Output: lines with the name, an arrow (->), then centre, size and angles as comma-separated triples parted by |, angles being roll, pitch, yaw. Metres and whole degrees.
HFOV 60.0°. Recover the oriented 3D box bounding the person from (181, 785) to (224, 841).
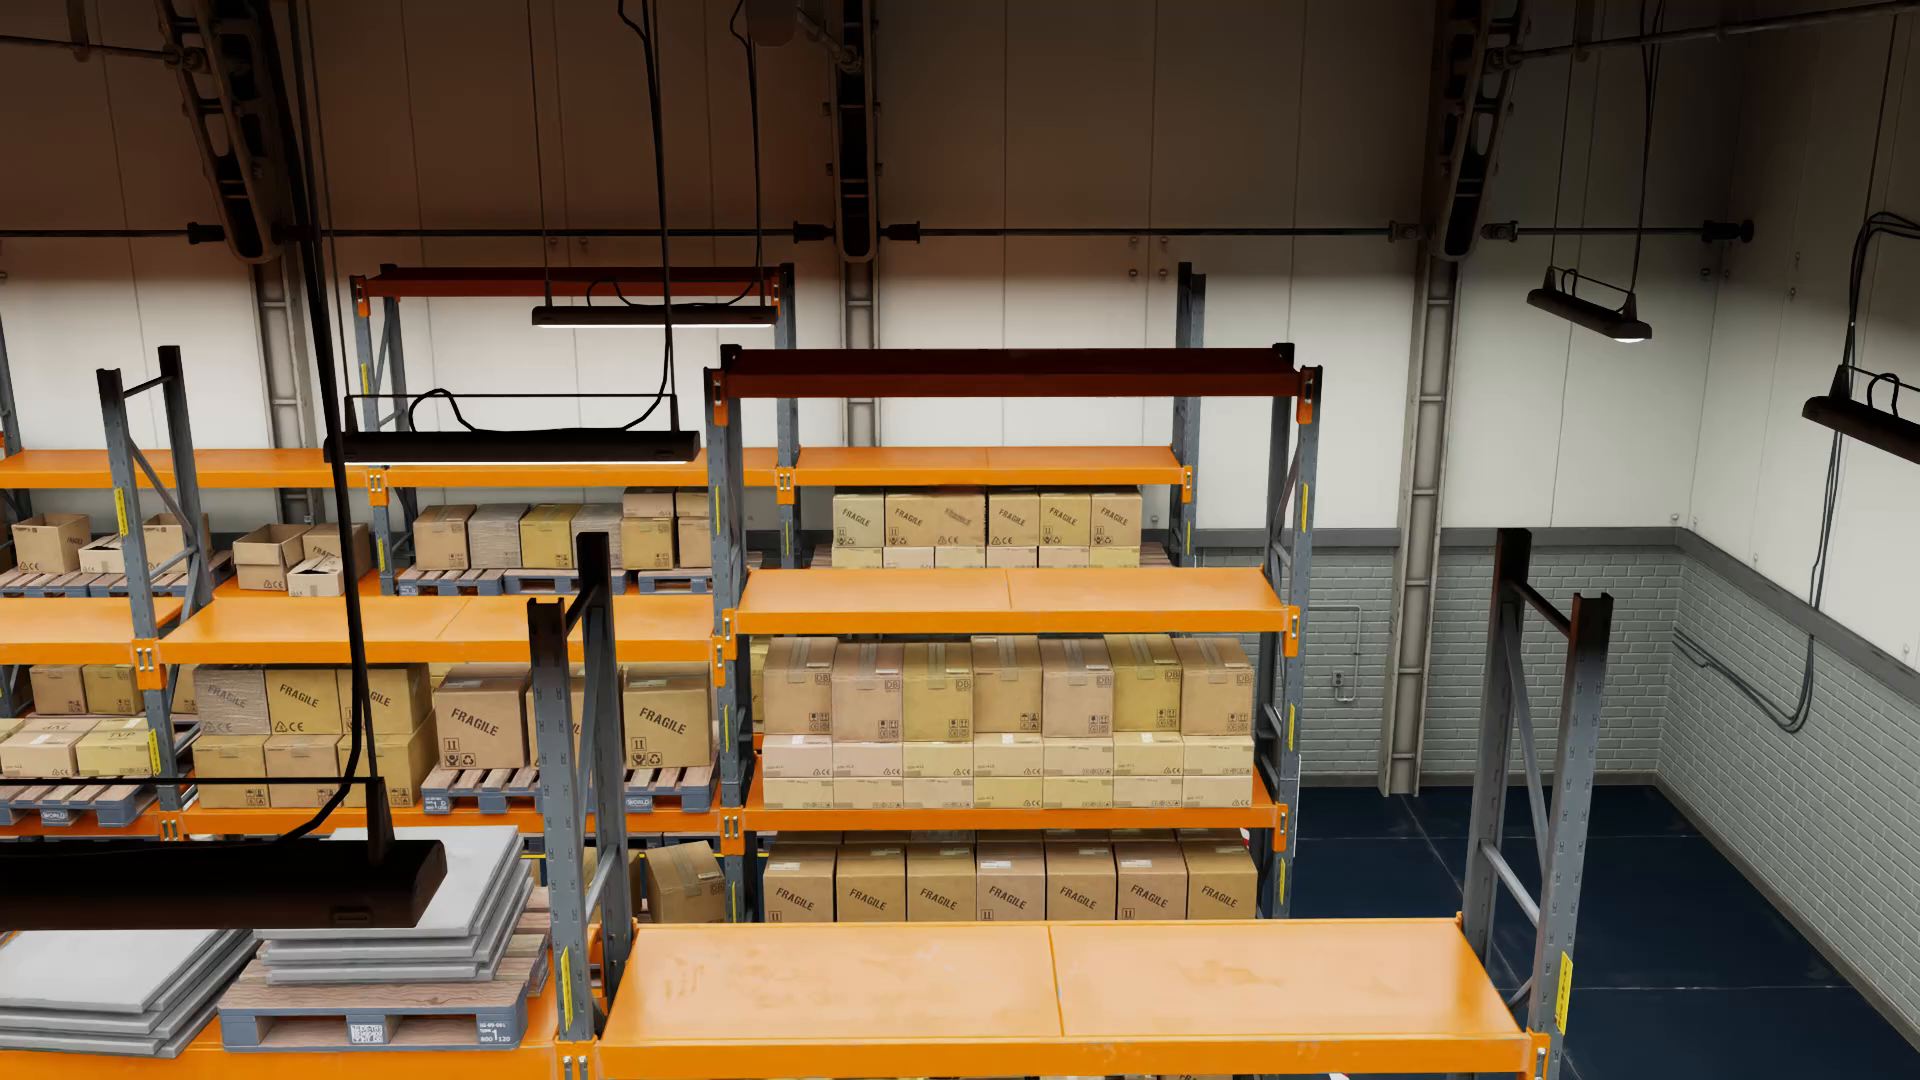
person -> -7.367, 2.840, 15.851 | 0.791, 1.648, 0.499 | 0, 16, -1
